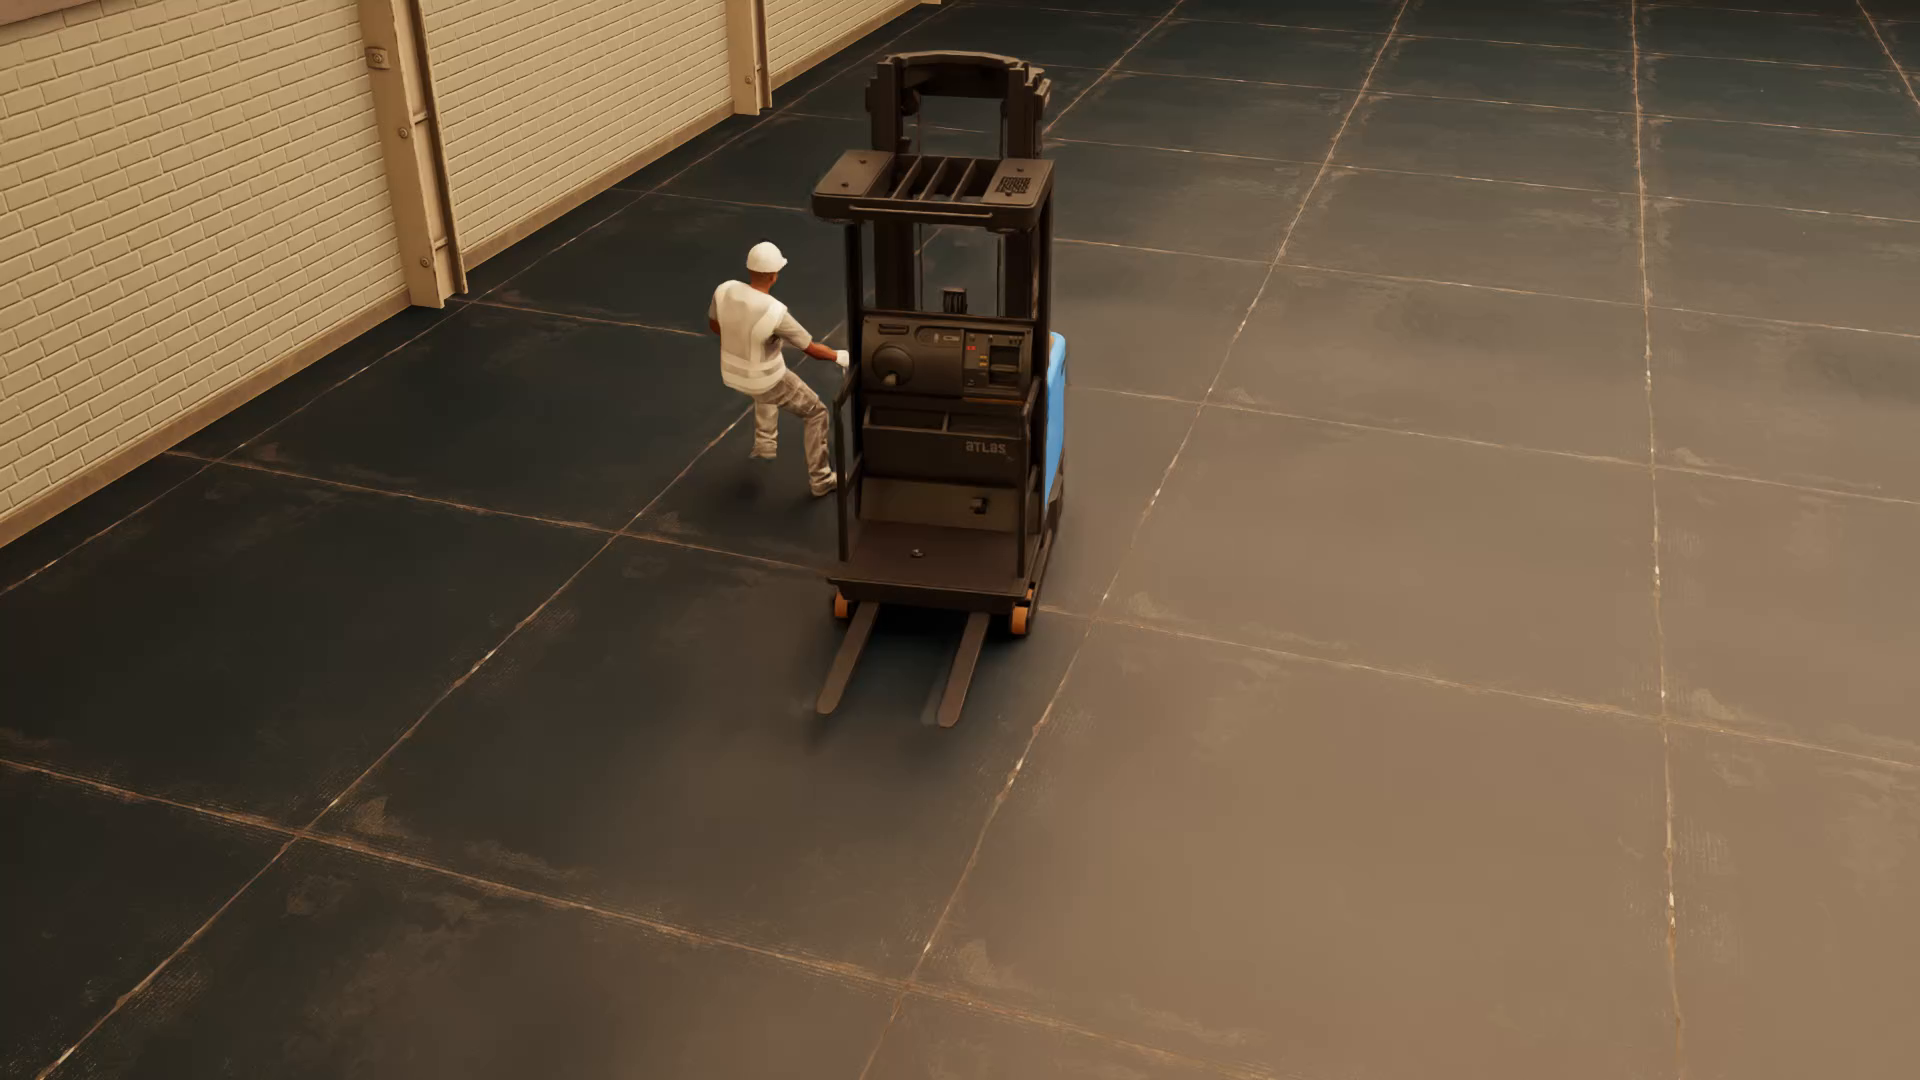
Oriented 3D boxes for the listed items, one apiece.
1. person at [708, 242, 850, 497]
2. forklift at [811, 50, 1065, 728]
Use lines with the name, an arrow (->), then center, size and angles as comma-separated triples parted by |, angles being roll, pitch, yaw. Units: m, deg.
person -> -1.143, -1.117, 10.401 | 0.809, 1.644, 0.681 | 19, 35, 30
forklift -> -0.108, -0.940, 8.785 | 1.130, 2.935, 3.031 | 5, 30, 9
